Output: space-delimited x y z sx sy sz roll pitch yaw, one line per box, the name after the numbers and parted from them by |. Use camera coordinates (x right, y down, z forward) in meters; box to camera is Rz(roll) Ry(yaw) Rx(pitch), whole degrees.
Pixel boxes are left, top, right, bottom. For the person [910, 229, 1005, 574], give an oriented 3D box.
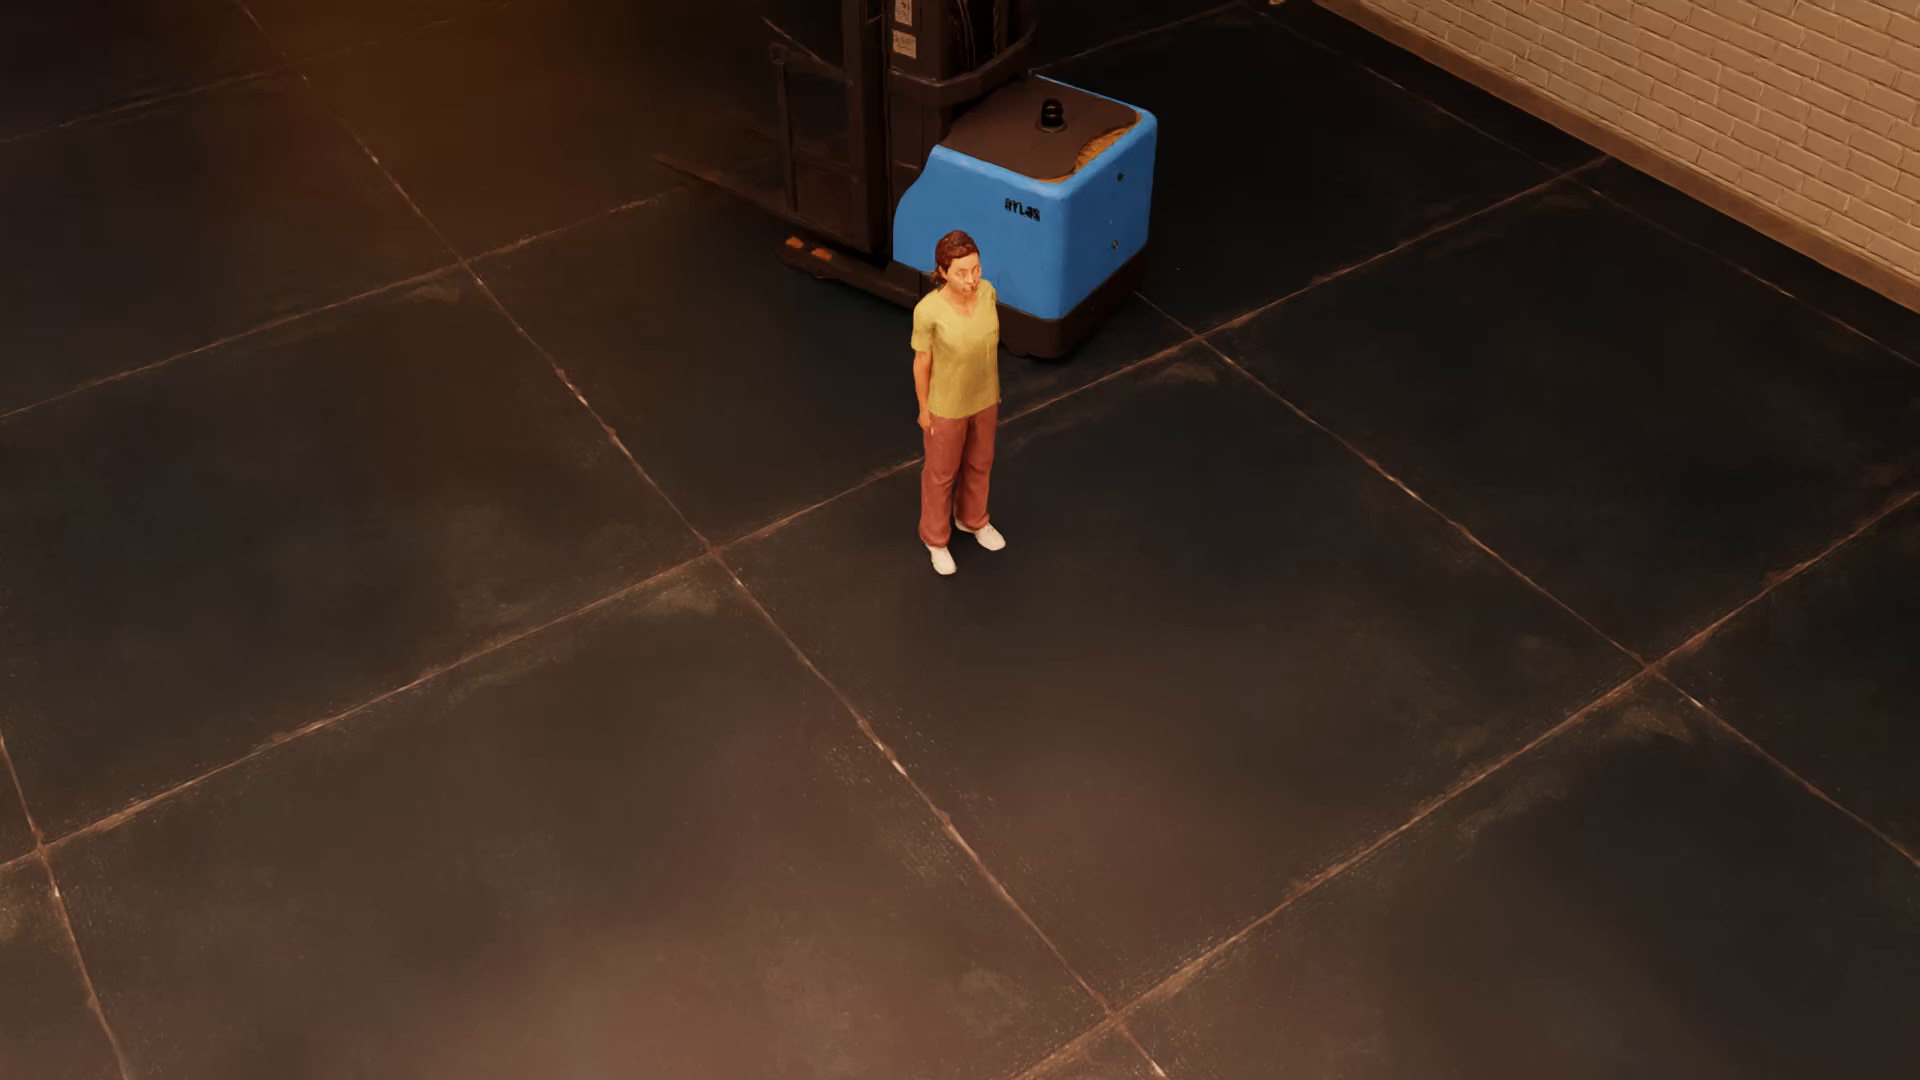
0.007 -0.611 7.307 0.429 1.673 0.365 -25 48 -25 | person

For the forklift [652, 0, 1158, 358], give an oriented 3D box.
-0.441 -2.840 8.798 3.031 2.935 1.130 25 48 25 | forklift
